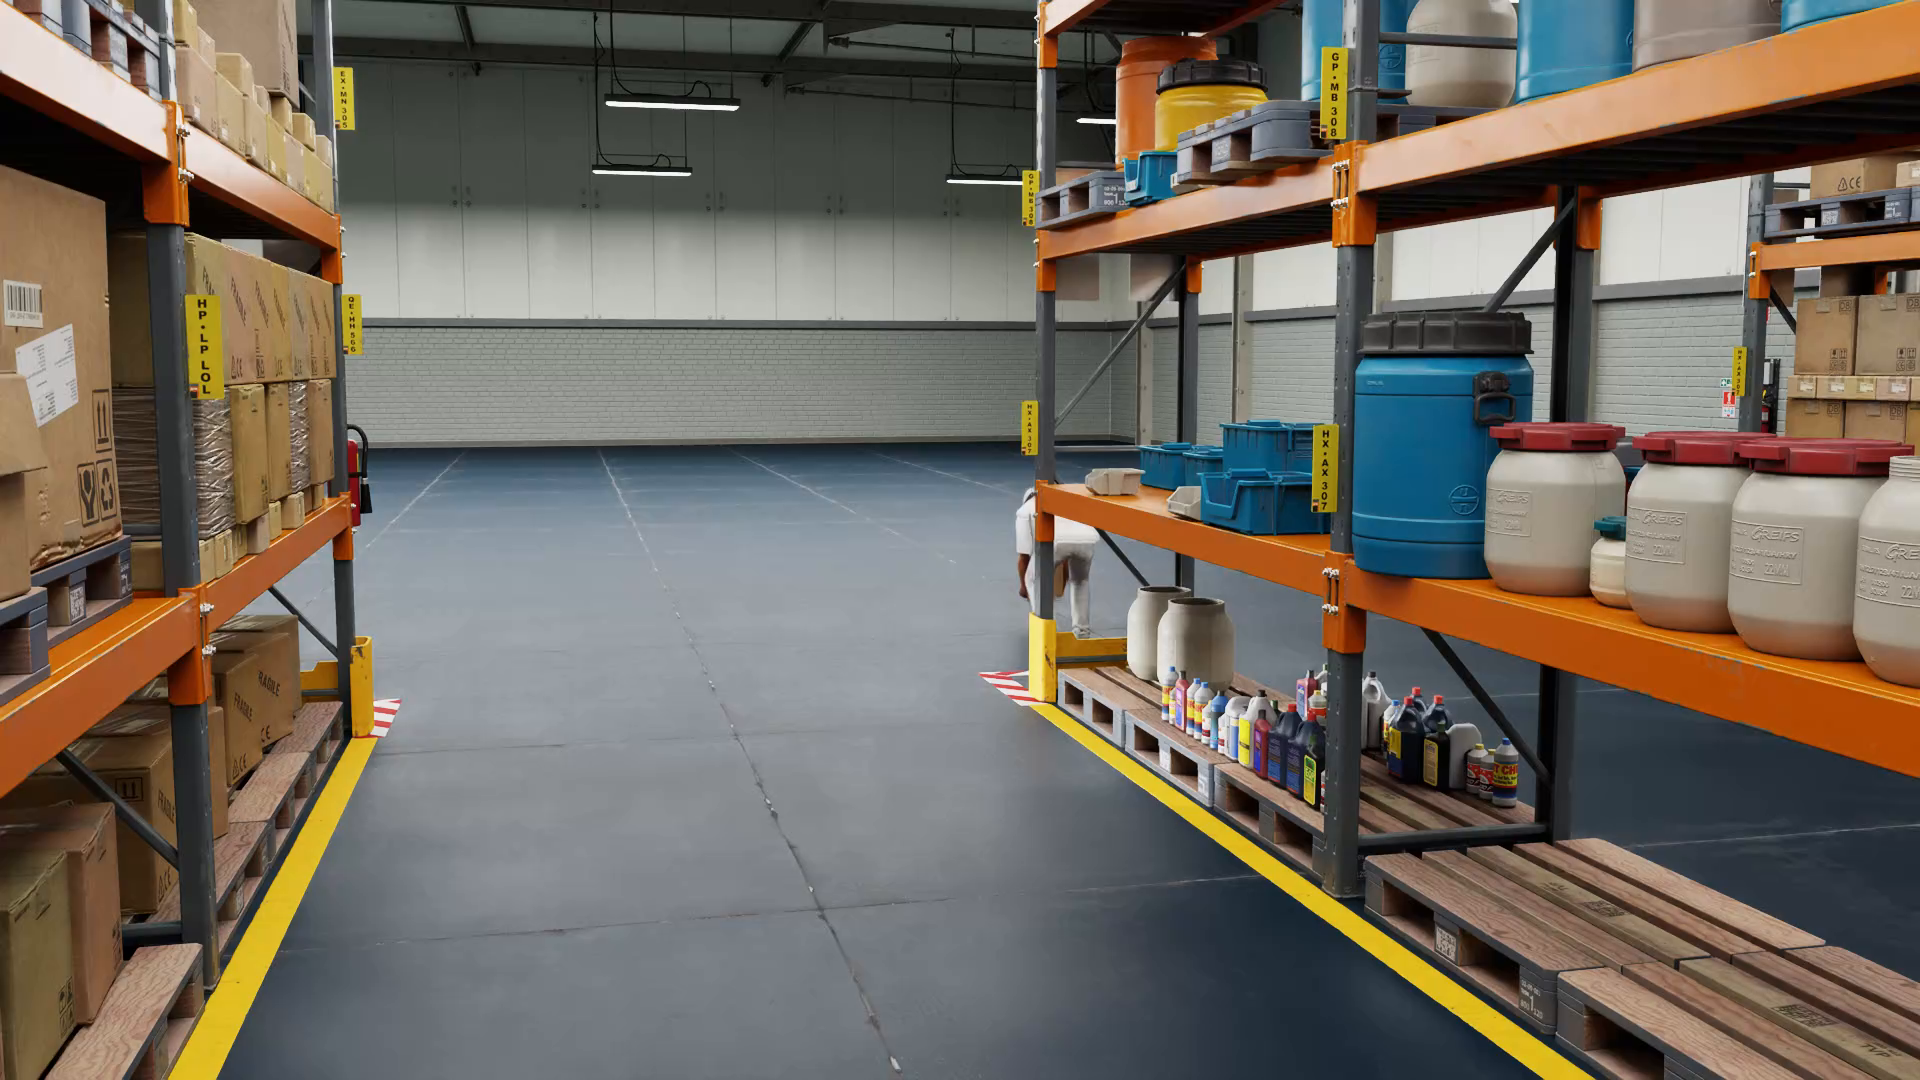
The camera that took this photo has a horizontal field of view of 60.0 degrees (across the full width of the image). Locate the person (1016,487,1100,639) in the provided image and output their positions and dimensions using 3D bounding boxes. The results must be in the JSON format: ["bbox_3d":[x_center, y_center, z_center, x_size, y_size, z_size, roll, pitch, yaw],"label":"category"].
[{"bbox_3d":[0.687,0.180,12.289,0.514,1.101,0.965,-2,6,-17],"label":"person"}]
